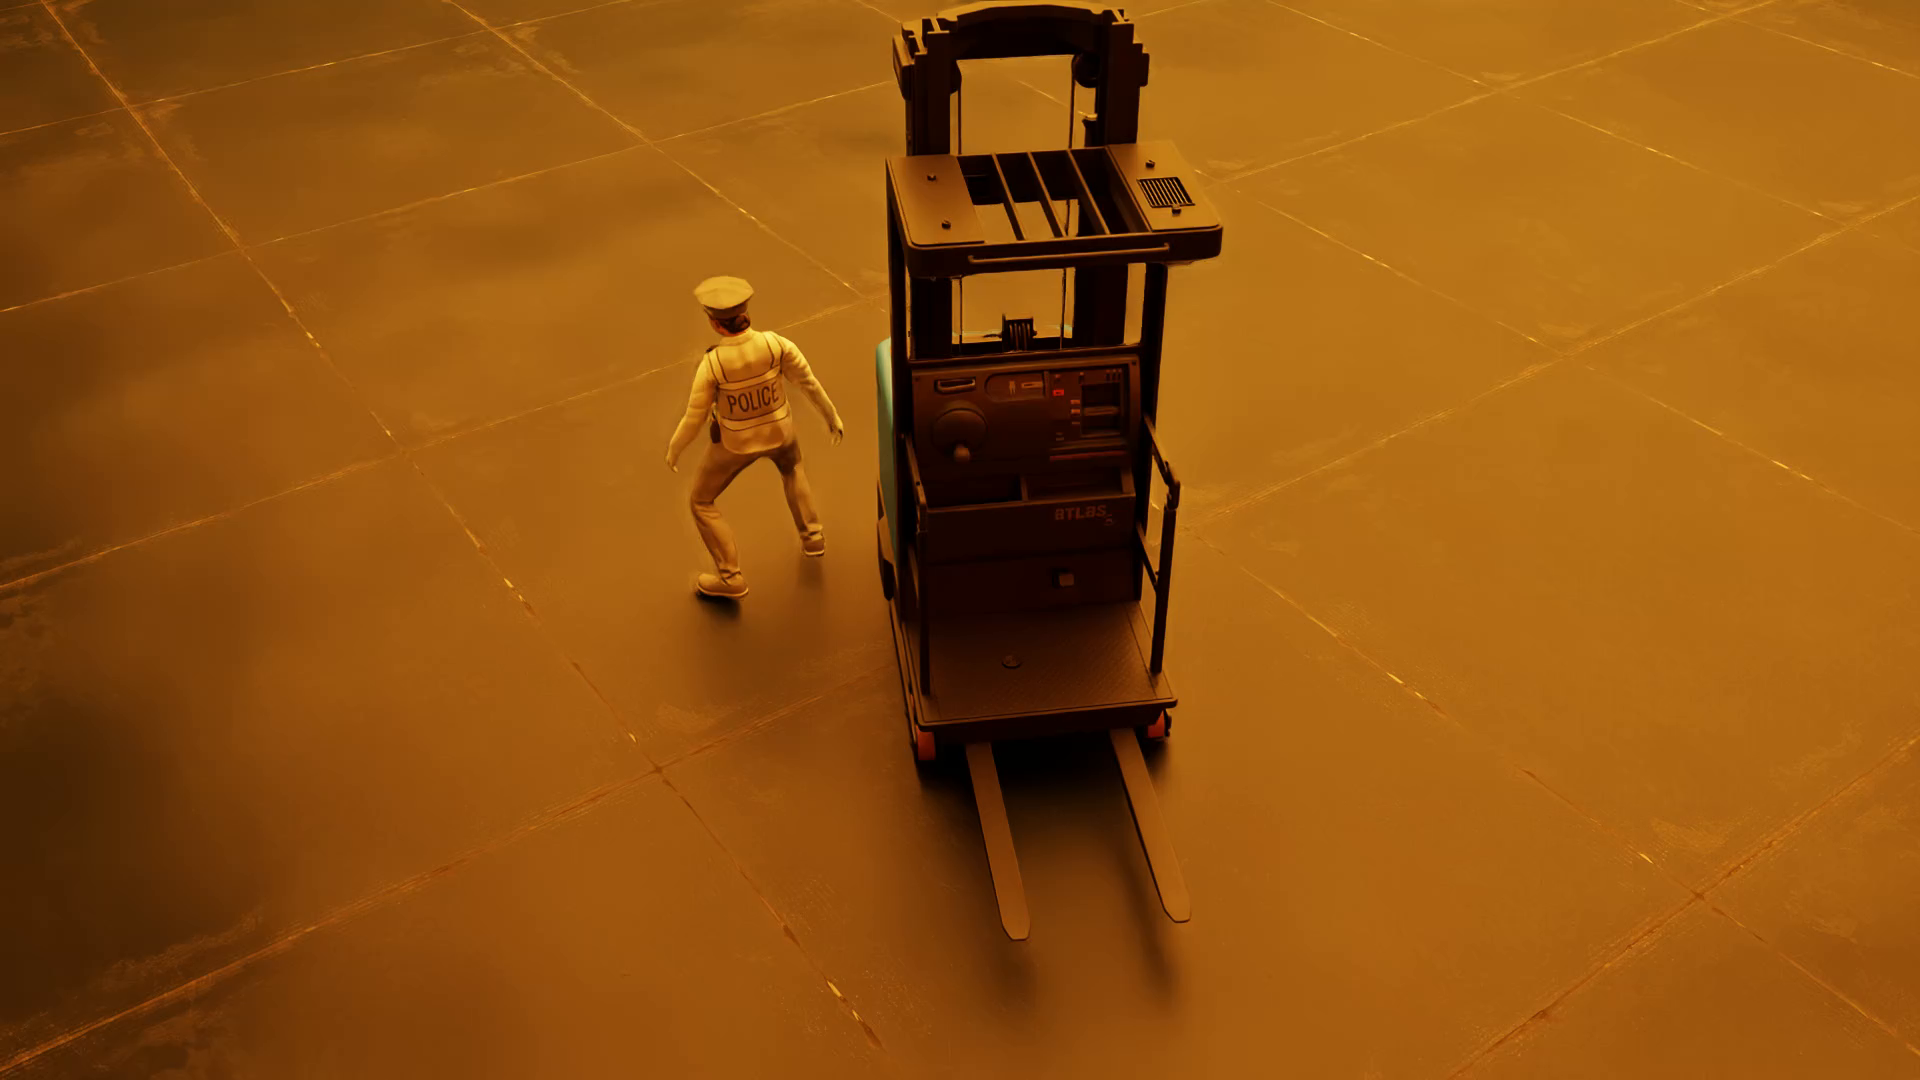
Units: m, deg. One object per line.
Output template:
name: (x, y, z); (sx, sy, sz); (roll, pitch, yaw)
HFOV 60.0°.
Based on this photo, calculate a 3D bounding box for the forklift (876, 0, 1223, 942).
forklift: (0.304, -0.458, 6.564); (1.130, 2.935, 3.031); (-5, 37, -7)

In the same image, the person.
person: (-0.954, -0.502, 7.732); (0.829, 1.563, 0.478); (-15, 39, -19)
